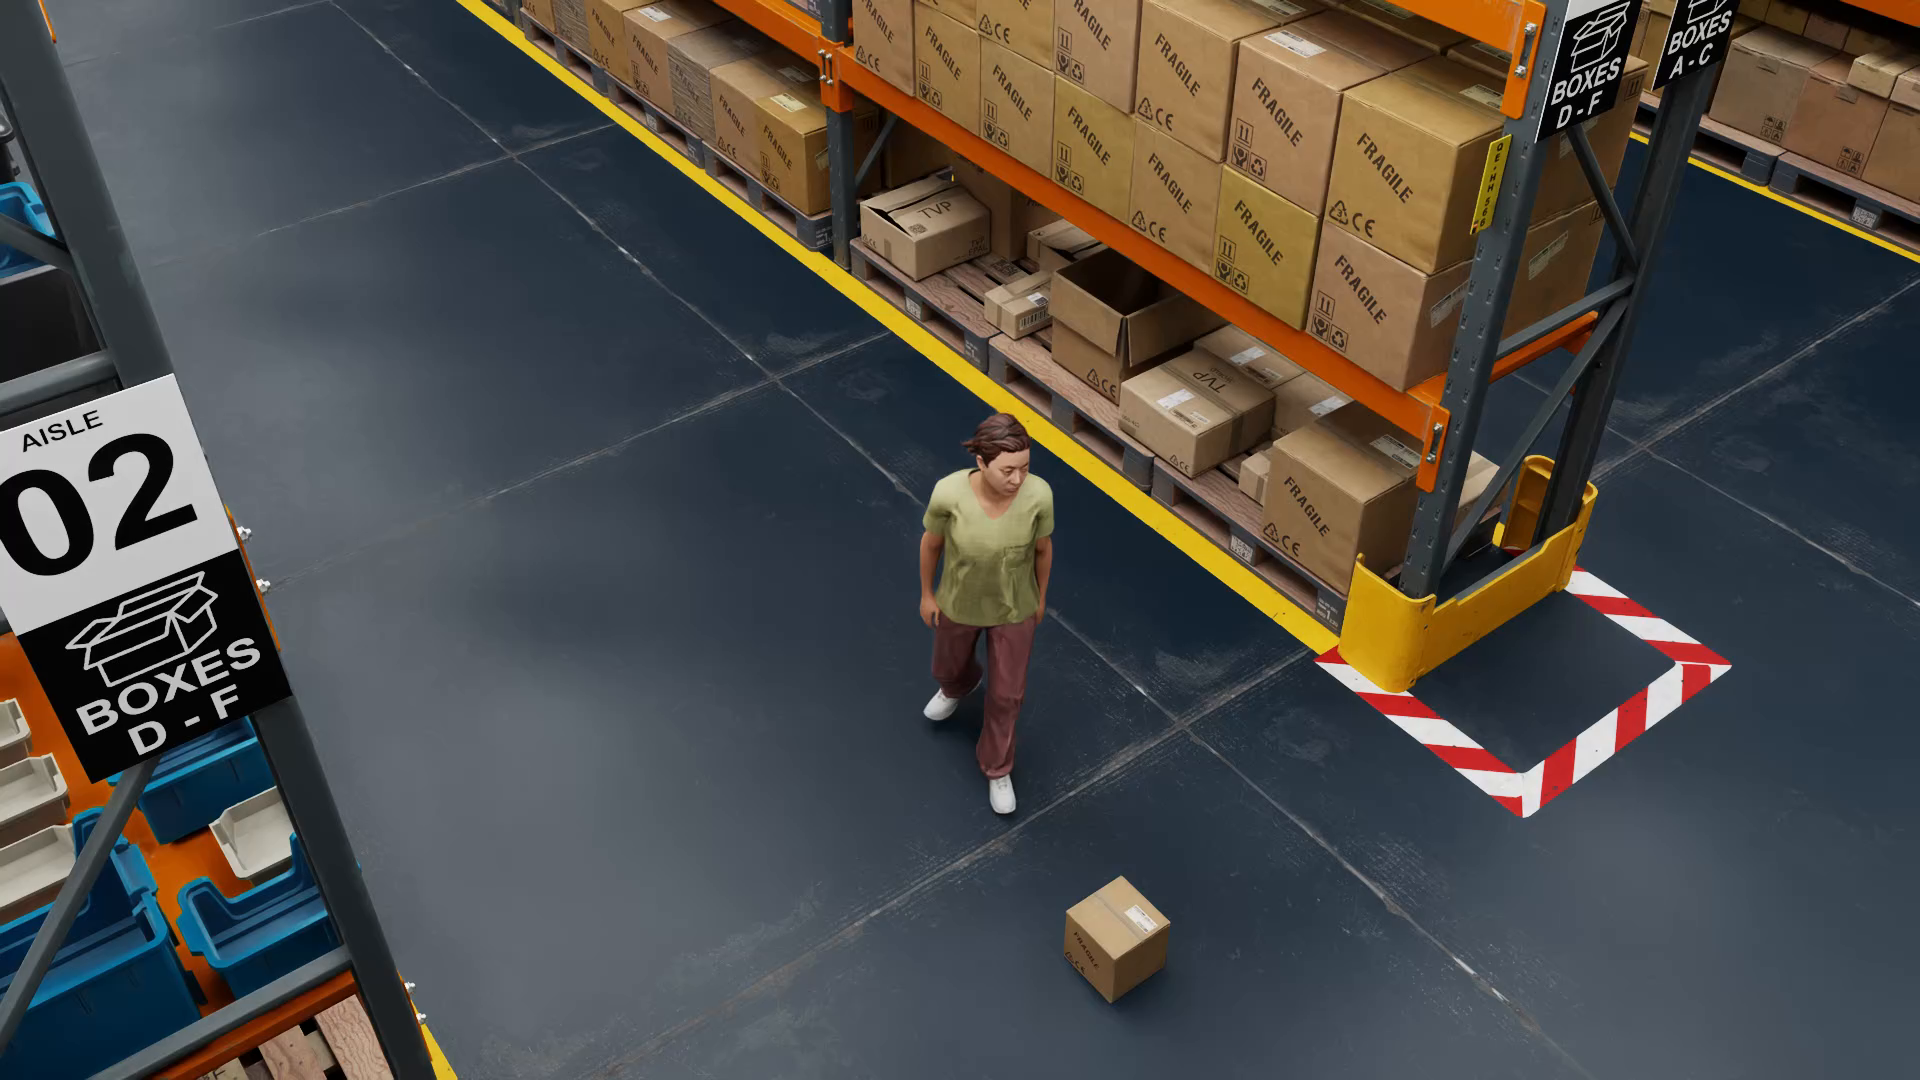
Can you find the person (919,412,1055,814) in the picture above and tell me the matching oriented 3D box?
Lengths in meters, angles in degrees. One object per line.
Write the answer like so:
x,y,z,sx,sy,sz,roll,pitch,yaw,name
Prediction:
0.089,0.188,5.931,0.471,1.668,0.672,1,40,1,person
